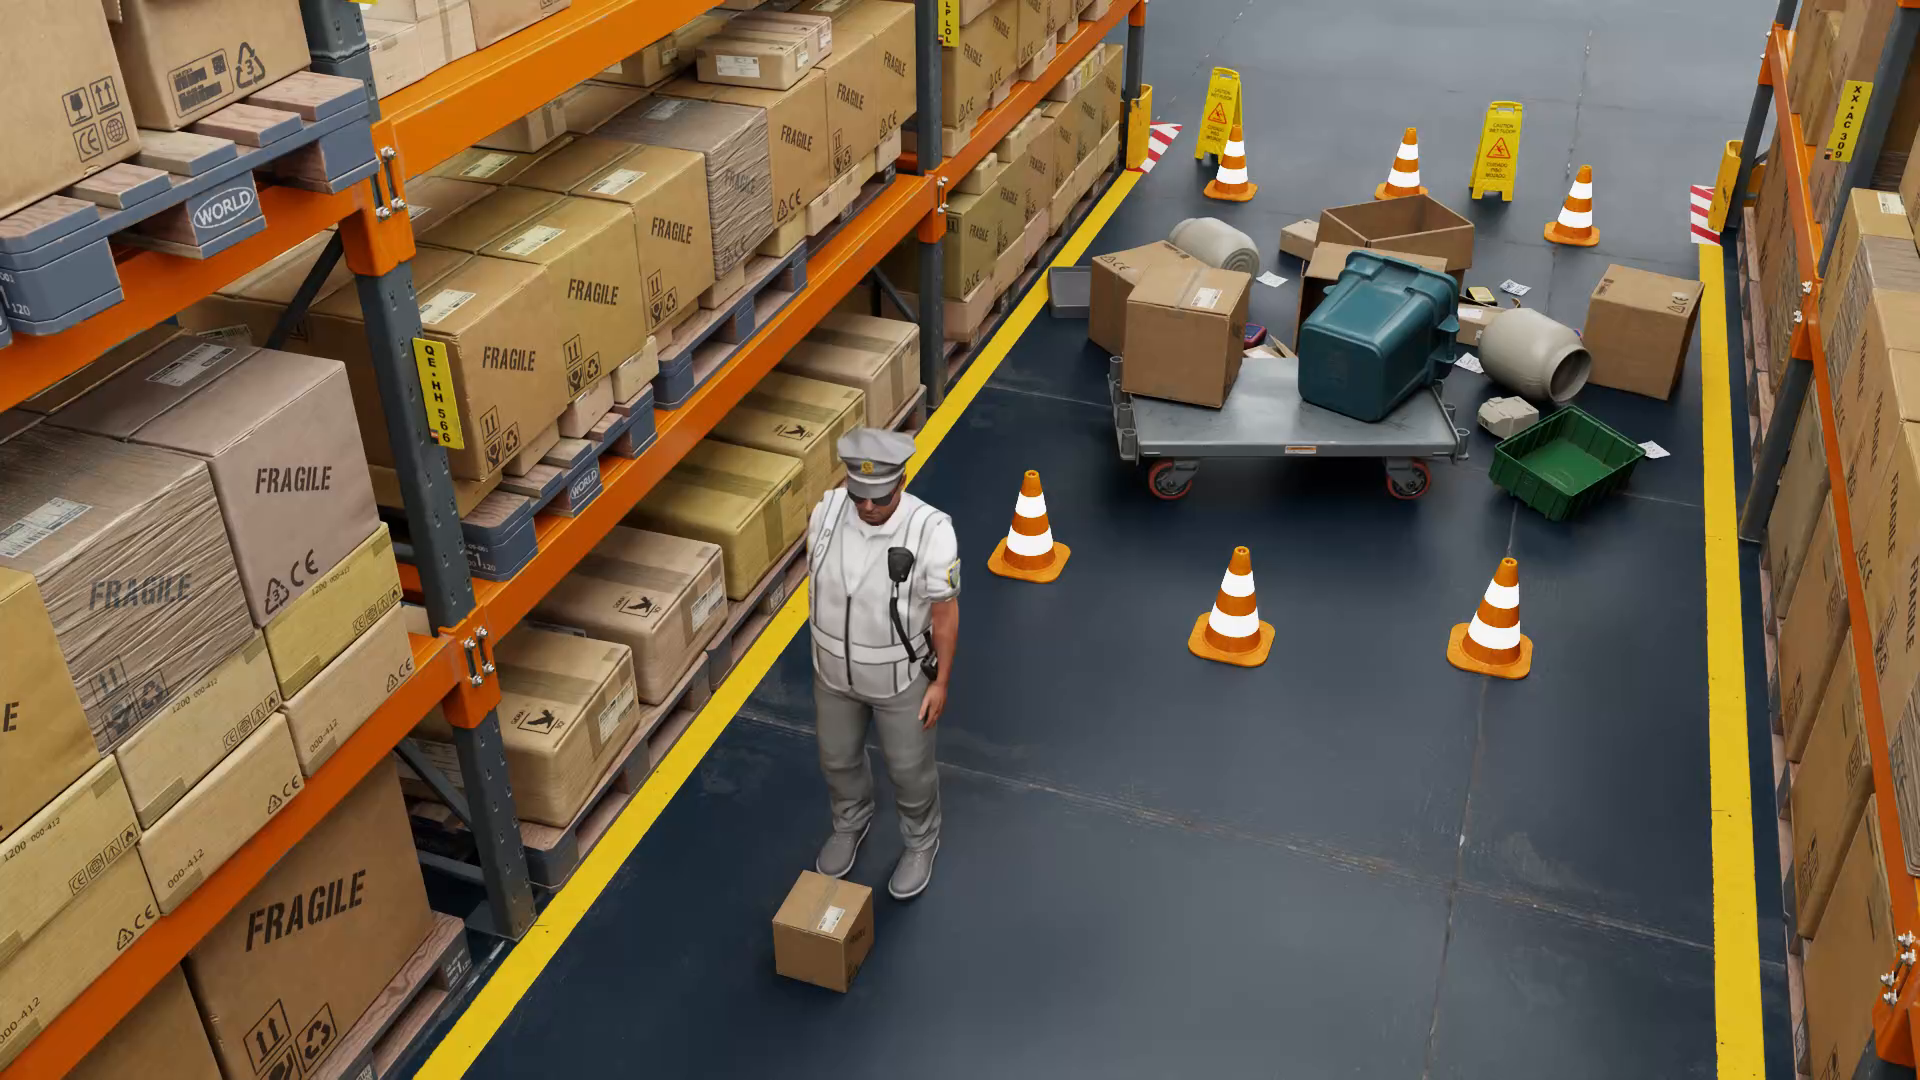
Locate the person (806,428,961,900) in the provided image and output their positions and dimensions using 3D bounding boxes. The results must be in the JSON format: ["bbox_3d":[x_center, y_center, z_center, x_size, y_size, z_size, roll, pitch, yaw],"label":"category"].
[{"bbox_3d":[-0.264,0.423,5.495,0.529,1.742,0.392,12,35,17],"label":"person"}]
